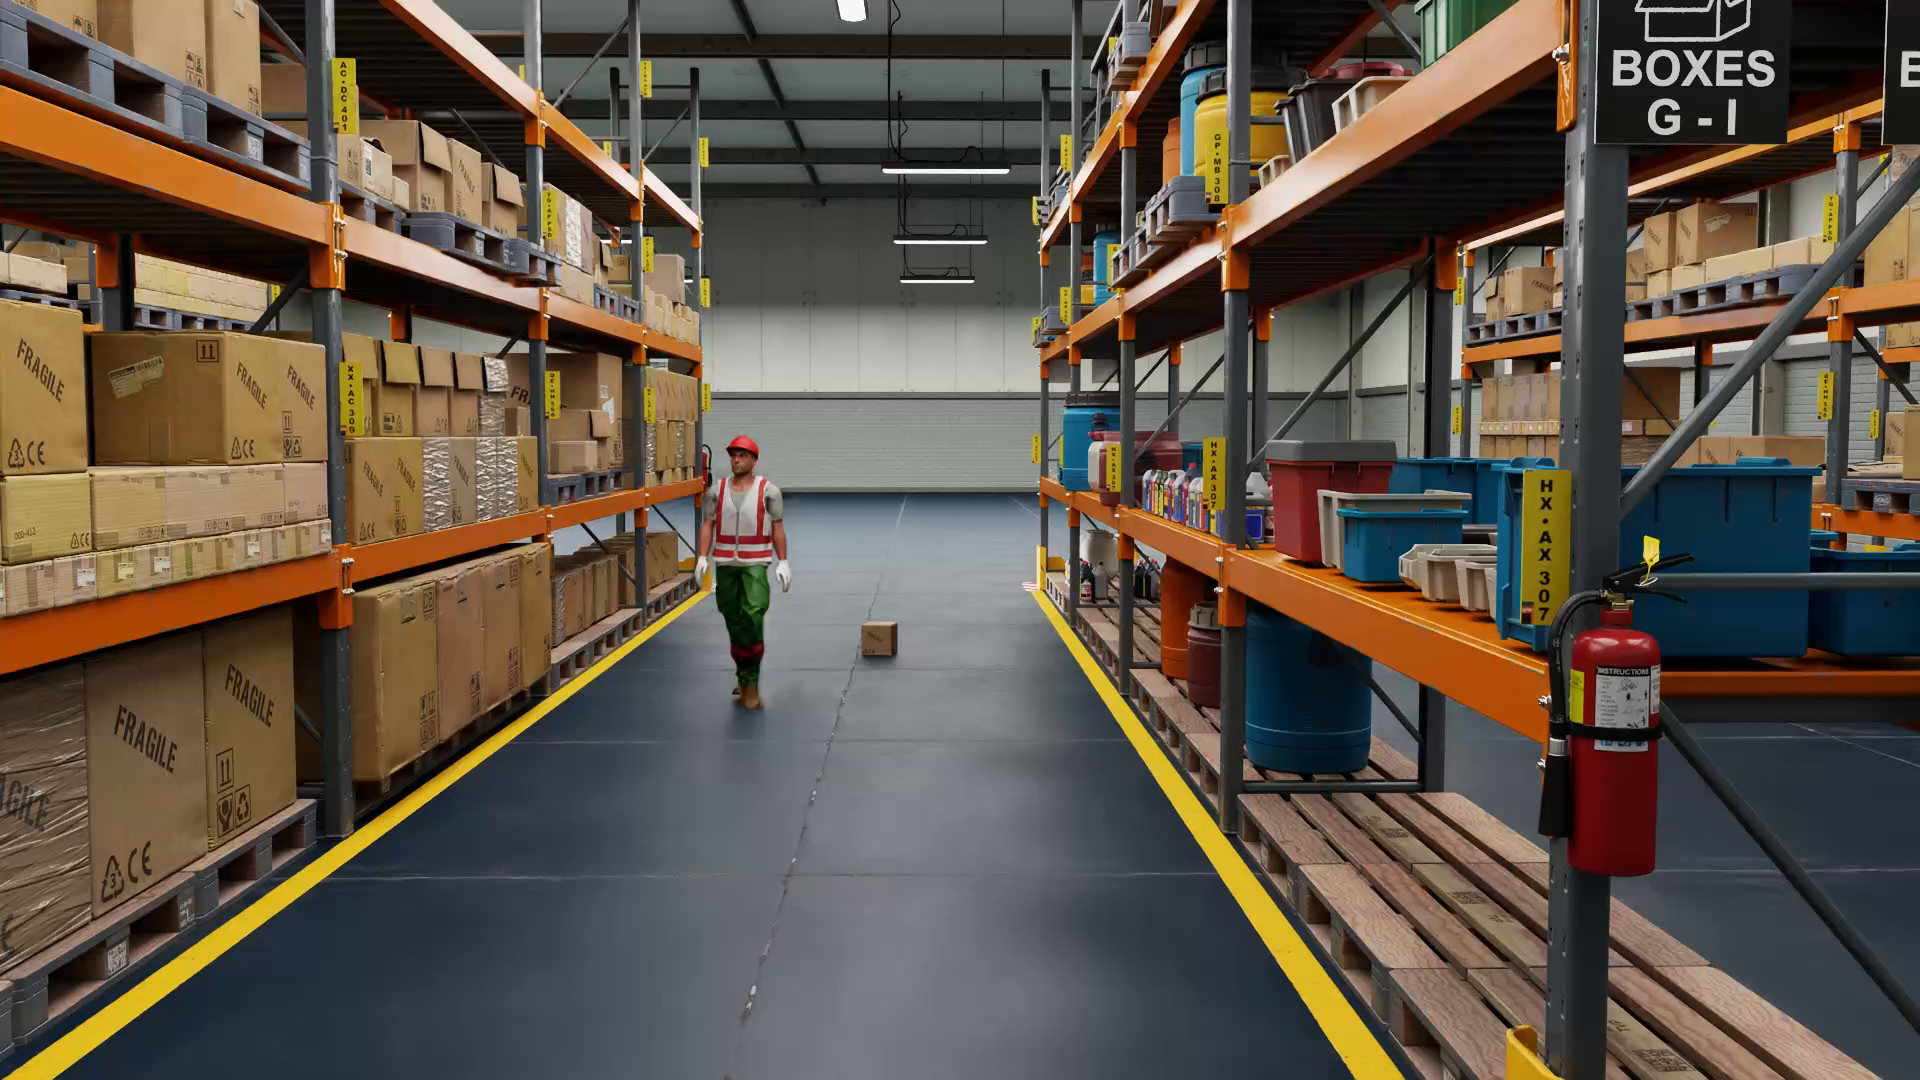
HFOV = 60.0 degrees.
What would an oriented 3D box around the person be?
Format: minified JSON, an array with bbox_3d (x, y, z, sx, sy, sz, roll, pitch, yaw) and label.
[{"bbox_3d":[-1.468,0.214,11.212,0.601,1.839,0.566,1,4,10],"label":"person"}]
